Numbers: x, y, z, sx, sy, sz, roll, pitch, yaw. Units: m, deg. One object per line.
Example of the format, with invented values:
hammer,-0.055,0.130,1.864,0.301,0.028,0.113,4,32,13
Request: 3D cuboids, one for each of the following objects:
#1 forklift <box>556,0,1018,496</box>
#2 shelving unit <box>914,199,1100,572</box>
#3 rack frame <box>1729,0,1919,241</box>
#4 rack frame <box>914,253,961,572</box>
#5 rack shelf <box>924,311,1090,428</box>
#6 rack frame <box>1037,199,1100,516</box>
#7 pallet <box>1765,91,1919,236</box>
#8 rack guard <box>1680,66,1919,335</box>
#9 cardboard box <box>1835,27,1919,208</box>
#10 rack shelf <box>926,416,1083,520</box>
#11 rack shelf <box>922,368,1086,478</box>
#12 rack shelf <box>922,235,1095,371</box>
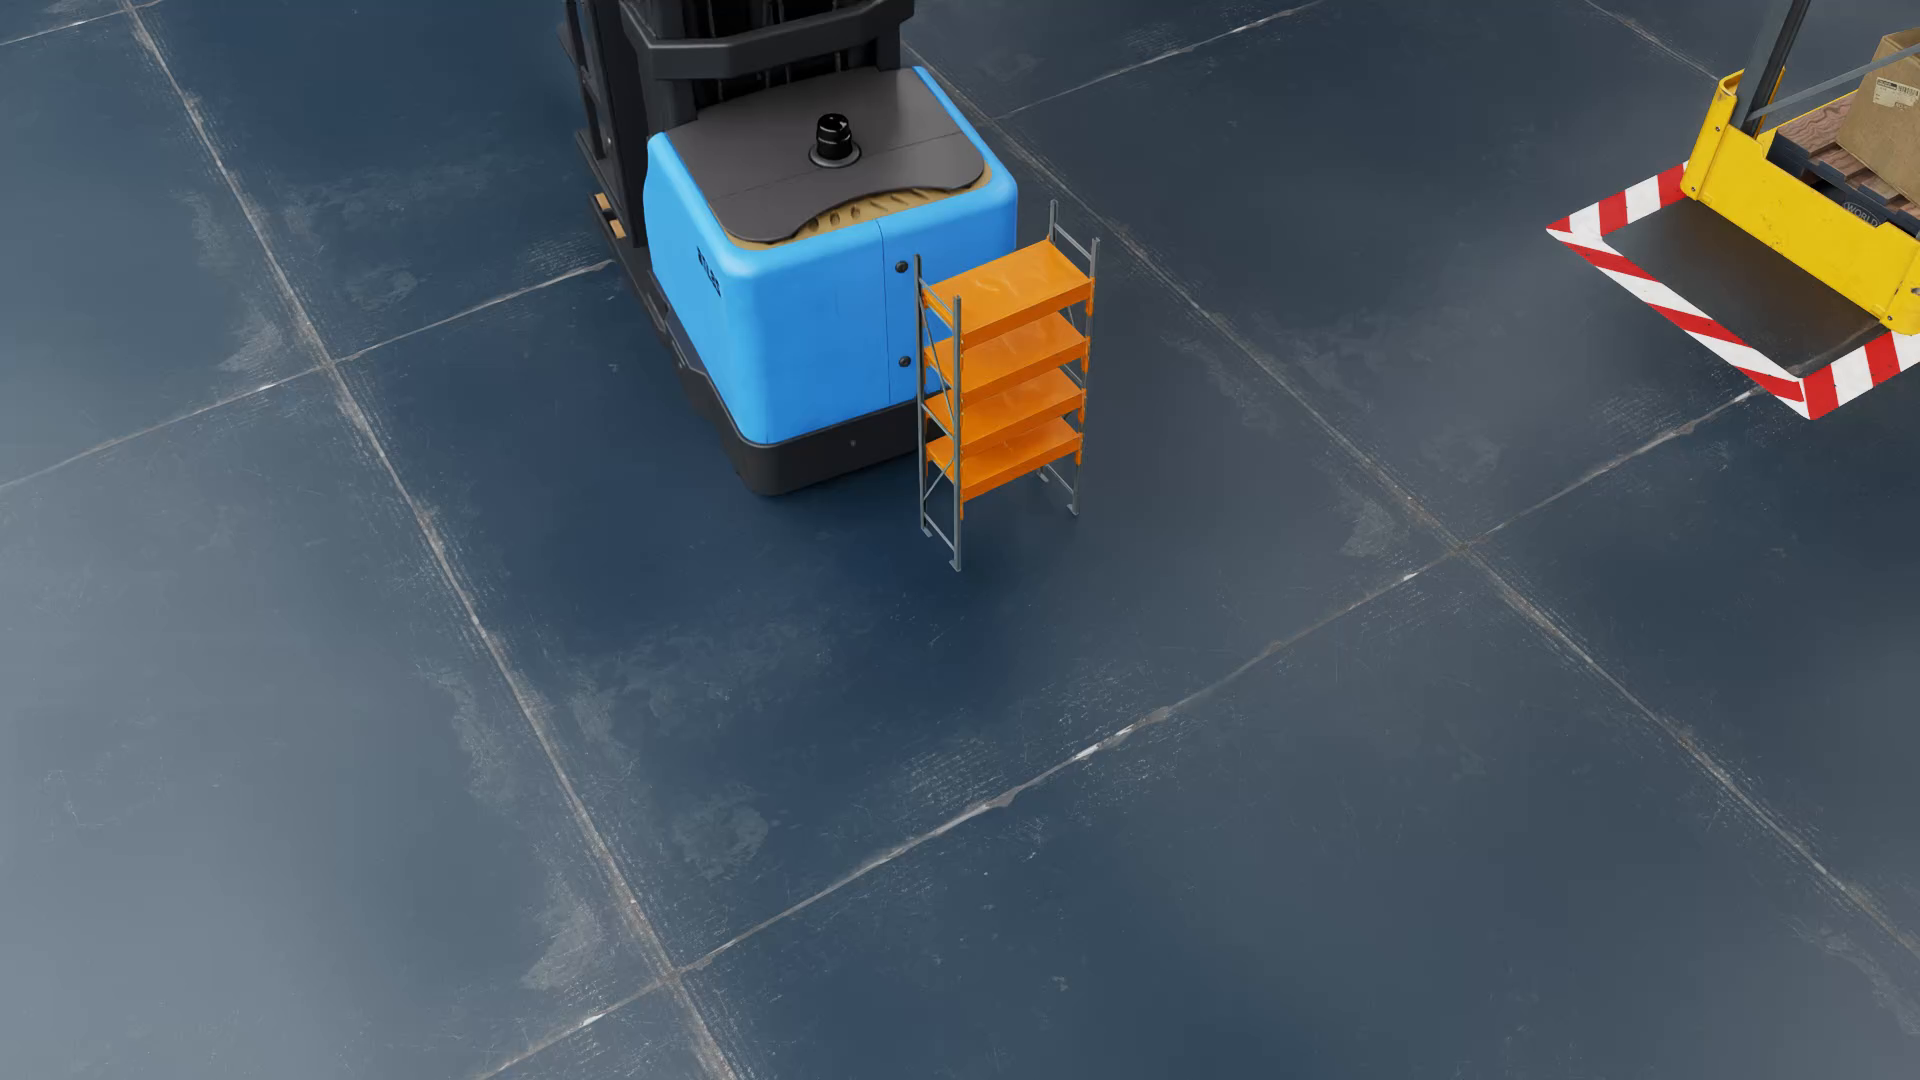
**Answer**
forklift,-0.879,-2.245,5.786,1.130,2.935,3.031,-19,51,-16
shelving unit,0.140,-0.465,5.361,0.503,1.200,0.258,-25,53,-21
rack frame,3.436,-2.181,5.683,0.127,3.000,1.000,-25,53,-21
rack frame,-0.066,-0.368,5.274,0.015,1.200,0.240,-25,53,-21
rack shelf,0.140,-0.569,5.244,0.480,0.148,0.258,-25,53,-21
rack frame,0.346,-0.562,5.447,0.015,1.200,0.240,-25,53,-21
pallet,4.206,-1.585,7.020,1.213,0.211,1.003,-25,53,-21
rack guard,3.501,-1.380,6.644,0.348,0.500,1.175,-25,53,-21
cardboard box,3.973,-1.727,6.672,0.500,0.500,0.500,-16,50,-14
rack shelf,0.140,-0.288,5.559,0.480,0.148,0.258,-25,53,-21
rack shelf,0.140,-0.420,5.411,0.480,0.148,0.258,-25,53,-21
rack shelf,0.140,-0.726,5.067,0.480,0.148,0.258,-25,53,-21
